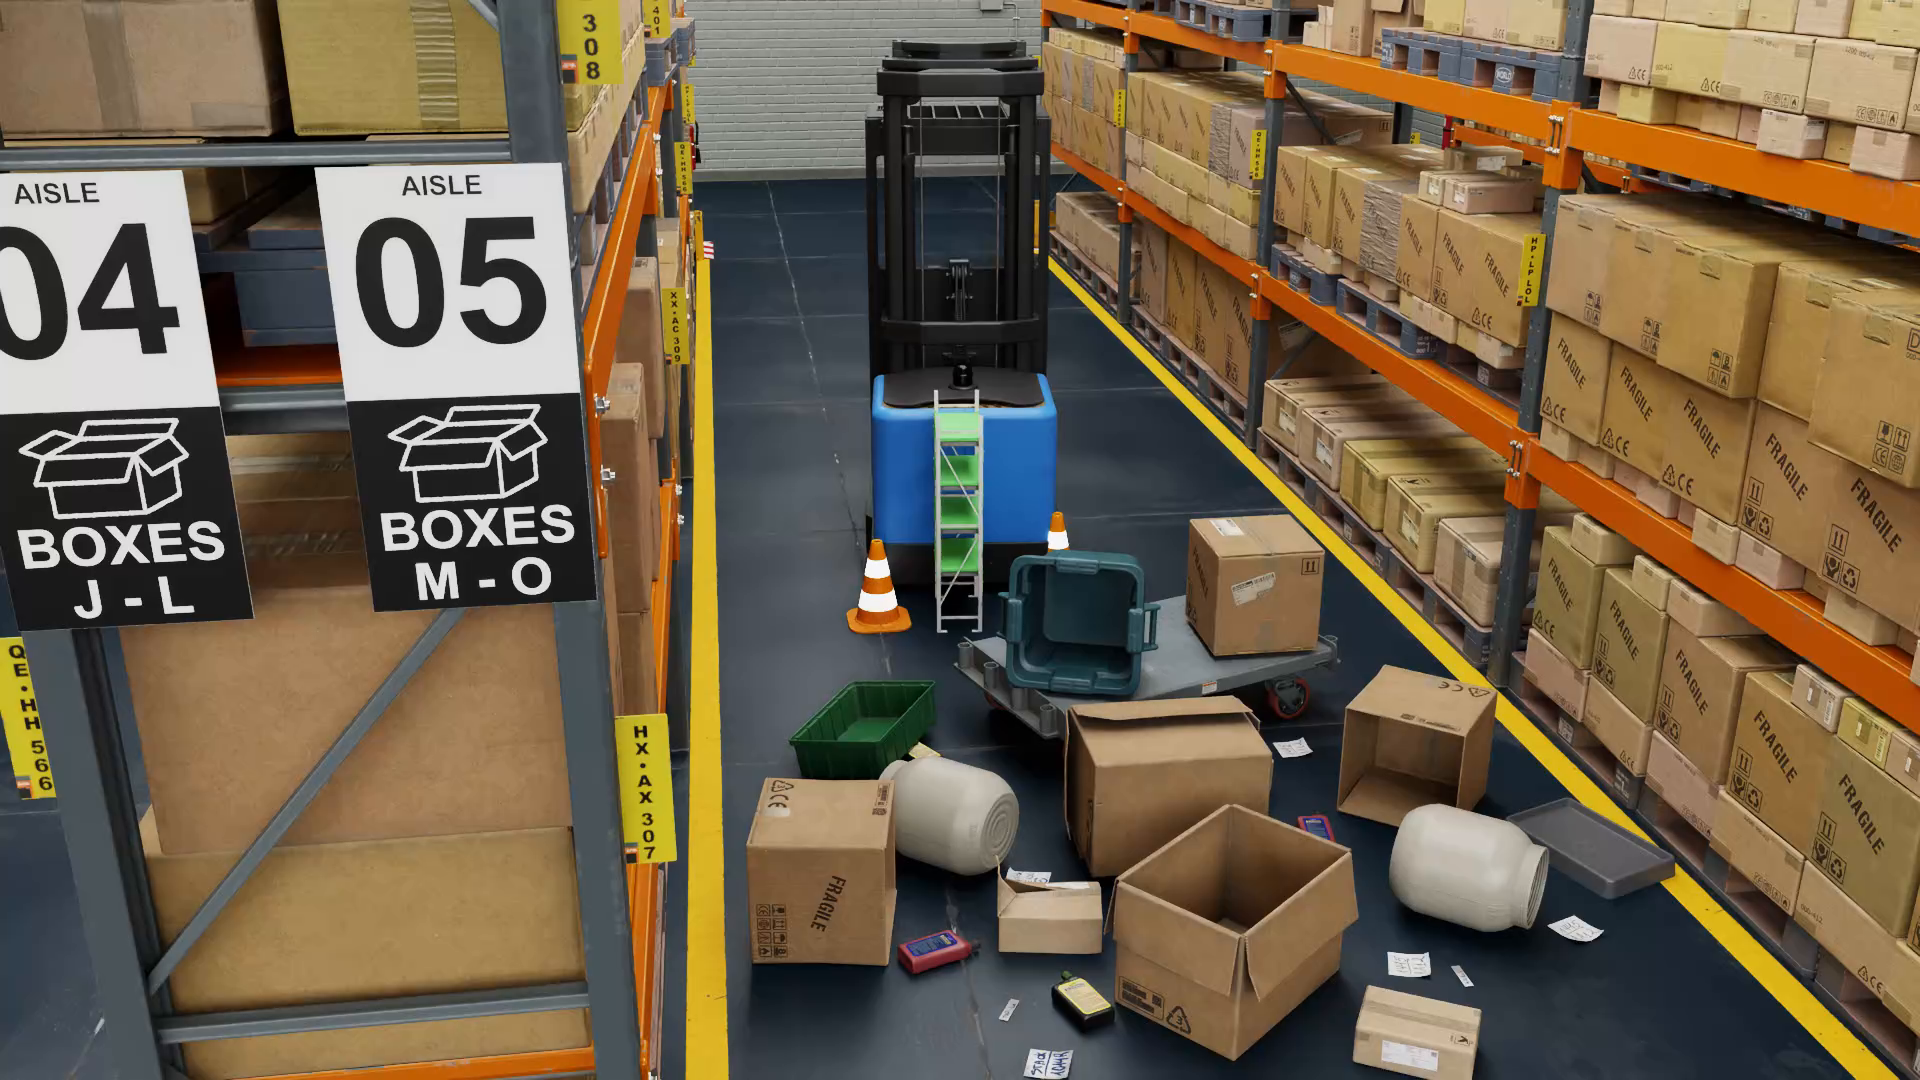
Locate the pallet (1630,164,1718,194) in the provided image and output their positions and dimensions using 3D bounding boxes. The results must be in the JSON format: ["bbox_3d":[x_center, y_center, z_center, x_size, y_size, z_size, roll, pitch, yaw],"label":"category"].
[{"bbox_3d":[6.907,-3.360,15.198,1.003,0.211,1.213,-3,21,-8],"label":"pallet"}]

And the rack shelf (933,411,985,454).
[{"bbox_3d":[-0.011,-0.546,8.773,0.258,0.148,0.480,-1,20,-2],"label":"rack shelf"}]

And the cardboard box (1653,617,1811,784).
[{"bbox_3d":[3.121,0.612,6.548,0.500,0.500,0.500,-2,21,-5],"label":"cardboard box"}]

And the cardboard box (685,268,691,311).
[{"bbox_3d":[-2.387,-1.966,13.094,0.500,0.250,0.500,-4,21,-10],"label":"cardboard box"}]

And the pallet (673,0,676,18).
[{"bbox_3d":[-2.912,-4.293,13.406,1.213,0.211,1.003,-3,21,-8],"label":"pallet"}]

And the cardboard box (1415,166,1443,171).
[{"bbox_3d":[3.065,-1.981,10.066,0.500,0.500,0.500,-4,21,-11],"label":"cardboard box"}]

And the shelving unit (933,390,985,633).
[{"bbox_3d":[-0.011,-0.156,8.919,0.258,1.200,0.503,-1,20,-2],"label":"shelving unit"}]

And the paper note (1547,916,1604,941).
[{"bbox_3d":[2.320,1.461,6.260,0.142,0.019,0.148,-11,23,-26],"label":"paper note"}]

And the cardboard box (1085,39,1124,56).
[{"bbox_3d":[1.457,-4.920,16.602,0.380,0.149,0.250,-3,21,-8],"label":"cardboard box"}]

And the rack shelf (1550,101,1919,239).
[{"bbox_3d":[3.430,-1.086,5.577,1.077,0.370,4.000,-3,21,-8],"label":"rack shelf"}]

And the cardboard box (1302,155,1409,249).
[{"bbox_3d":[2.483,-2.130,10.465,0.500,0.500,0.500,-2,21,-5],"label":"cardboard box"}]

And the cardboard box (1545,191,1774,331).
[{"bbox_3d":[2.990,-1.201,7.149,0.700,0.500,0.500,-3,21,-8],"label":"cardboard box"}]

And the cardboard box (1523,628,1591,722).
[{"bbox_3d":[2.959,0.599,7.655,0.500,0.250,0.500,-4,21,-10],"label":"cardboard box"}]

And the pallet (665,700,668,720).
[{"bbox_3d":[-1.928,0.617,8.261,1.003,0.211,1.213,-3,21,-8],"label":"pallet"}]

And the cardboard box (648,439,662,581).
[{"bbox_3d":[-1.576,-0.179,6.195,0.875,0.550,0.550,-3,21,-8],"label":"cardboard box"}]

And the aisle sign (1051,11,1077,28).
[{"bbox_3d":[1.114,-6.093,18.527,0.394,0.787,0.004,-3,21,-8],"label":"aisle sign"}]

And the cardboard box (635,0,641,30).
[{"bbox_3d":[-1.417,-1.986,6.005,0.500,0.250,0.500,-3,21,-8],"label":"cardboard box"}]

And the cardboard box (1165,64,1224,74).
[{"bbox_3d":[2.159,-4.172,15.528,0.500,0.500,0.500,-3,21,-7],"label":"cardboard box"}]

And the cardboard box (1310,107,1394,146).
[{"bbox_3d":[2.736,-2.793,11.836,0.500,0.500,0.500,-4,21,-10],"label":"cardboard box"}]

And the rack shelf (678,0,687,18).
[{"bbox_3d":[-3.184,-4.956,15.939,1.077,0.370,4.000,-3,21,-8],"label":"rack shelf"}]

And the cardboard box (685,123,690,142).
[{"bbox_3d":[-2.833,-3.913,15.837,0.500,0.500,0.500,-3,21,-9],"label":"cardboard box"}]

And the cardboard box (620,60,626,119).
[{"bbox_3d":[-1.117,-1.232,4.555,0.380,0.149,0.250,-3,21,-7],"label":"cardboard box"}]

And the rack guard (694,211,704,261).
[{"bbox_3d":[-3.461,-3.383,18.559,1.175,0.500,0.348,-3,21,-8],"label":"rack guard"}]

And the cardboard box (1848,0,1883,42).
[{"bbox_3d":[3.170,-1.712,5.444,0.380,0.149,0.250,-3,21,-7],"label":"cardboard box"}]

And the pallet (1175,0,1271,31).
[{"bbox_3d":[2.255,-4.019,12.673,1.003,0.211,1.213,-2,21,-5],"label":"pallet"}]

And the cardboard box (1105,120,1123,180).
[{"bbox_3d":[1.668,-3.675,15.624,0.500,0.500,0.500,-3,21,-7],"label":"cardboard box"}]

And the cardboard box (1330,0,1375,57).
[{"bbox_3d":[2.691,-3.218,10.116,0.700,0.500,0.500,-3,21,-8],"label":"cardboard box"}]

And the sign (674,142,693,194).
[{"bbox_3d":[-1.770,-2.382,10.652,0.100,0.325,0.005,-3,21,-8],"label":"sign"}]

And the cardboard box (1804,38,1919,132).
[{"bbox_3d":[3.152,-1.491,5.424,0.500,0.250,0.500,-3,21,-7],"label":"cardboard box"}]

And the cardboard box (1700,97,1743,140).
[{"bbox_3d":[3.068,-1.615,6.325,0.380,0.149,0.250,-2,21,-6],"label":"cardboard box"}]

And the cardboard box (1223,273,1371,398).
[{"bbox_3d":[2.547,-1.540,12.488,0.875,0.875,0.875,-3,21,-8],"label":"cardboard box"}]

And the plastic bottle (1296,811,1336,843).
[{"bbox_3d":[1.471,1.208,6.895,0.133,0.061,0.283,1,20,2],"label":"plastic bottle"}]

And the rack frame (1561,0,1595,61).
[{"bbox_3d":[3.141,-3.521,6.781,1.000,3.000,0.127,-3,21,-8],"label":"rack frame"}]

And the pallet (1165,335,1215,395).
[{"bbox_3d":[2.353,-1.487,13.896,1.003,0.211,1.213,-3,21,-8],"label":"pallet"}]

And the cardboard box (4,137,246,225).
[{"bbox_3d":[-1.549,-0.670,3.051,0.380,0.149,0.250,-3,21,-8],"label":"cardboard box"}]

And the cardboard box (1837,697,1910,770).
[{"bbox_3d":[3.192,0.636,5.557,0.380,0.149,0.250,-3,21,-7],"label":"cardboard box"}]

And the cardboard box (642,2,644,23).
[{"bbox_3d":[-1.687,-2.455,7.831,0.380,0.149,0.250,-3,21,-8],"label":"cardboard box"}]

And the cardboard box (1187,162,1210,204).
[{"bbox_3d":[2.072,-2.767,12.838,0.500,0.250,0.500,-3,21,-9],"label":"cardboard box"}]

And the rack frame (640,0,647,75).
[{"bbox_3d":[-1.743,-3.236,6.019,1.000,3.000,0.127,-3,21,-8],"label":"rack frame"}]

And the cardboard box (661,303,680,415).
[{"bbox_3d":[-1.626,-0.843,8.043,0.500,0.500,0.500,-3,21,-7],"label":"cardboard box"}]

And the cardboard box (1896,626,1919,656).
[{"bbox_3d":[3.325,0.318,5.435,0.380,0.149,0.250,-3,21,-7],"label":"cardboard box"}]

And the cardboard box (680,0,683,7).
[{"bbox_3d":[-2.838,-5.058,15.399,0.500,0.250,0.500,-2,21,-5],"label":"cardboard box"}]

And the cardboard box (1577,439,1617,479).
[{"bbox_3d":[2.957,-0.382,7.312,0.380,0.149,0.250,-2,21,-6],"label":"cardboard box"}]

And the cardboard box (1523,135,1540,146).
[{"bbox_3d":[6.293,-4.333,17.888,0.380,0.149,0.250,-2,21,-7],"label":"cardboard box"}]

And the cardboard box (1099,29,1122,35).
[{"bbox_3d":[1.722,-5.483,18.111,0.380,0.149,0.250,-3,21,-7],"label":"cardboard box"}]

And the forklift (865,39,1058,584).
[{"bbox_3d":[-0.020,-1.591,10.287,1.130,2.935,3.031,-1,20,-2],"label":"forklift"}]

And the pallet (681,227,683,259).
[{"bbox_3d":[-2.527,-1.962,11.456,1.213,0.211,1.003,-3,21,-8],"label":"pallet"}]

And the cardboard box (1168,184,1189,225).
[{"bbox_3d":[1.987,-2.713,13.408,0.500,0.250,0.500,-3,21,-9],"label":"cardboard box"}]

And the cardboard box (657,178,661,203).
[{"bbox_3d":[-2.195,-2.339,11.101,0.380,0.149,0.250,-3,21,-8],"label":"cardboard box"}]

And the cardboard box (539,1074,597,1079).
[{"bbox_3d":[-1.329,1.527,4.278,0.875,0.875,0.875,-3,21,-7],"label":"cardboard box"}]

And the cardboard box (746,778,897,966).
[{"bbox_3d":[-0.503,1.230,6.205,0.500,0.500,0.500,1,20,2],"label":"cardboard box"}]

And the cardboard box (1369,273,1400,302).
[{"bbox_3d":[2.613,-1.490,9.678,0.380,0.149,0.250,-2,21,-6],"label":"cardboard box"}]

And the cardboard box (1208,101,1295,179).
[{"bbox_3d":[2.149,-2.953,12.264,0.500,0.500,0.500,-3,21,-7],"label":"cardboard box"}]

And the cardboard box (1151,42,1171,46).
[{"bbox_3d":[2.083,-4.778,16.224,0.380,0.149,0.250,-4,21,-9],"label":"cardboard box"}]
